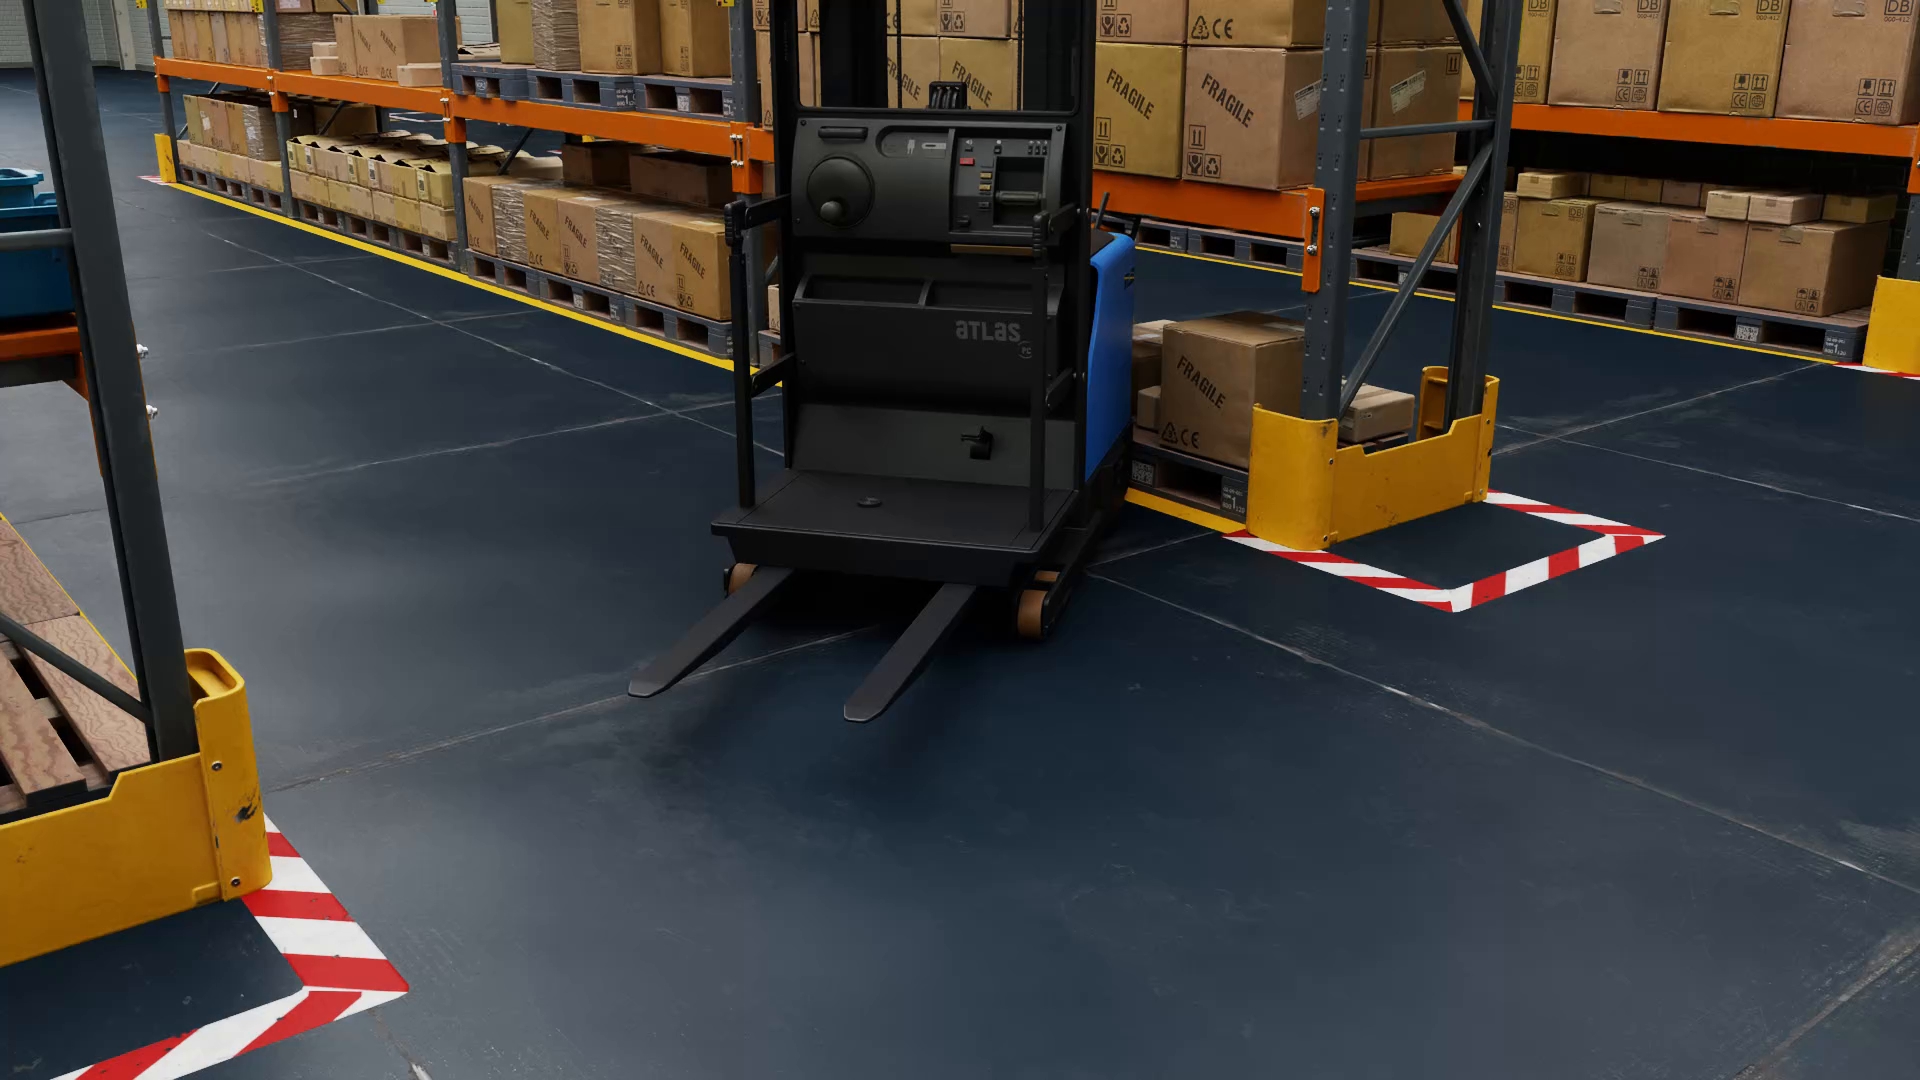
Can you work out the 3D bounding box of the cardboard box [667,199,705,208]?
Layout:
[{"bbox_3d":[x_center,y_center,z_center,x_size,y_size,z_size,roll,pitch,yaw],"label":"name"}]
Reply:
[{"bbox_3d":[-1.542,-1.939,10.723,0.500,0.500,0.500,-14,23,-35],"label":"cardboard box"}]

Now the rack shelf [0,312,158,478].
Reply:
[{"bbox_3d":[-3.432,-0.696,4.837,1.077,0.370,4.000,-14,23,-36],"label":"rack shelf"}]

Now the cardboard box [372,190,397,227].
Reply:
[{"bbox_3d":[-4.423,-2.709,13.477,0.500,0.250,0.500,-13,23,-35],"label":"cardboard box"}]

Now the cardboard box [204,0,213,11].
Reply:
[{"bbox_3d":[-7.211,-5.291,16.378,0.380,0.149,0.250,-14,23,-36],"label":"cardboard box"}]

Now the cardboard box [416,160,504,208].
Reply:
[{"bbox_3d":[-3.790,-2.723,12.628,0.500,0.311,0.500,-13,22,-35],"label":"cardboard box"}]

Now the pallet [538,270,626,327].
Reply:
[{"bbox_3d":[-2.085,-1.666,11.059,1.003,0.211,1.213,-14,23,-36],"label":"pallet"}]

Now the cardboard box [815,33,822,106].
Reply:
[{"bbox_3d":[-0.365,-2.239,8.194,0.500,0.500,0.500,-13,23,-35],"label":"cardboard box"}]

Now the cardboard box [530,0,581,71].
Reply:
[{"bbox_3d":[-2.375,-3.333,10.828,0.700,0.500,0.500,-9,20,-26],"label":"cardboard box"}]

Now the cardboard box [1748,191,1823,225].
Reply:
[{"bbox_3d":[4.840,-1.948,9.750,0.380,0.149,0.250,-14,23,-37],"label":"cardboard box"}]

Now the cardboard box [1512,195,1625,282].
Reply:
[{"bbox_3d":[4.102,-2.021,11.002,0.700,0.500,0.500,-13,23,-35],"label":"cardboard box"}]

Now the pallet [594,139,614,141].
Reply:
[{"bbox_3d":[-3.835,-4.871,20.738,1.003,0.211,1.213,-14,23,-36],"label":"pallet"}]

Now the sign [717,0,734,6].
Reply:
[{"bbox_3d":[-1.221,-2.937,8.617,0.100,0.325,0.005,-14,23,-36],"label":"sign"}]

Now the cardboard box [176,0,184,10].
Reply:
[{"bbox_3d":[-7.845,-5.543,17.141,0.380,0.149,0.250,-14,23,-36],"label":"cardboard box"}]

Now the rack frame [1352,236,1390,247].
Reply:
[{"bbox_3d":[3.092,-3.464,12.051,1.000,3.000,0.127,-14,23,-36],"label":"rack frame"}]

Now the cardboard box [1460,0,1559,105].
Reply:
[{"bbox_3d":[3.865,-3.288,11.044,0.980,0.700,0.700,-15,23,-37],"label":"cardboard box"}]

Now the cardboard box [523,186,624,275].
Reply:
[{"bbox_3d":[-2.577,-2.084,11.160,0.500,0.500,0.500,-14,23,-37],"label":"cardboard box"}]

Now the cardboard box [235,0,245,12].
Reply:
[{"bbox_3d":[-6.573,-5.038,15.614,0.380,0.149,0.250,-14,23,-36],"label":"cardboard box"}]

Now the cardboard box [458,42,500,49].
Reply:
[{"bbox_3d":[-3.676,-3.698,12.899,0.500,0.311,0.500,-14,23,-37],"label":"cardboard box"}]

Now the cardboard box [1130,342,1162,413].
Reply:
[{"bbox_3d":[0.598,-0.740,7.499,0.500,0.250,0.500,-14,23,-36],"label":"cardboard box"}]

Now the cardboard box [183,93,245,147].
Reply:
[{"bbox_3d":[-7.769,-4.405,17.406,0.500,0.500,0.500,-14,23,-36],"label":"cardboard box"}]

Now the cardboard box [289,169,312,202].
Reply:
[{"bbox_3d":[-5.700,-3.214,15.002,0.500,0.250,0.500,-15,23,-37],"label":"cardboard box"}]

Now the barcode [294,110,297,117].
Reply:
[{"bbox_3d":[-5.924,-3.801,14.820,0.001,0.075,0.075,-14,23,-36],"label":"barcode"}]

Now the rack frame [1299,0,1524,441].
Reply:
[{"bbox_3d":[1.695,-1.510,6.152,1.000,3.000,0.127,-14,23,-36],"label":"rack frame"}]

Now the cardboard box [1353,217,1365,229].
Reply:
[{"bbox_3d":[2.587,-2.777,12.730,0.750,0.750,0.750,-14,23,-35],"label":"cardboard box"}]

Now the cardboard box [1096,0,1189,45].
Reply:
[{"bbox_3d":[0.889,-2.213,6.524,0.500,0.500,0.500,-13,22,-35],"label":"cardboard box"}]

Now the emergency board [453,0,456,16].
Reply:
[{"bbox_3d":[-8.476,-8.512,27.297,0.194,1.169,0.643,-14,23,-36],"label":"emergency board"}]

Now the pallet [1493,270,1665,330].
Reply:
[{"bbox_3d":[4.265,-1.637,10.969,1.003,0.211,1.213,-14,23,-36],"label":"pallet"}]

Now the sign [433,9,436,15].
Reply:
[{"bbox_3d":[-8.738,-8.685,27.763,0.001,0.329,0.234,-14,23,-36],"label":"sign"}]

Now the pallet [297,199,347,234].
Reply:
[{"bbox_3d":[-5.268,-2.970,14.995,1.003,0.211,1.213,-14,23,-36],"label":"pallet"}]

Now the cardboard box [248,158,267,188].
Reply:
[{"bbox_3d":[-6.518,-3.558,16.042,0.500,0.250,0.500,-14,23,-36],"label":"cardboard box"}]

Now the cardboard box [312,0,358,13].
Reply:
[{"bbox_3d":[-5.771,-4.927,15.279,0.380,0.149,0.250,-14,23,-36],"label":"cardboard box"}]

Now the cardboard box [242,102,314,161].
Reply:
[{"bbox_3d":[-6.516,-3.915,15.926,0.500,0.500,0.500,-14,23,-36],"label":"cardboard box"}]

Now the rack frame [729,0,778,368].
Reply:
[{"bbox_3d":[-0.789,-2.496,9.129,1.000,3.000,0.127,-14,23,-36],"label":"rack frame"}]

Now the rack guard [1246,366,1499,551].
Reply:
[{"bbox_3d":[1.648,-0.343,6.602,1.175,0.500,0.348,-14,23,-36],"label":"rack guard"}]

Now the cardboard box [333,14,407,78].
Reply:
[{"bbox_3d":[-4.965,-4.193,14.093,0.500,0.500,0.500,-12,22,-32],"label":"cardboard box"}]

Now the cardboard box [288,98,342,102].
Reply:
[{"bbox_3d":[-6.419,-4.139,16.604,0.500,0.500,0.500,-14,23,-36],"label":"cardboard box"}]

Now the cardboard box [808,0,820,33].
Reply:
[{"bbox_3d":[-0.396,-2.720,8.056,0.500,0.500,0.500,-15,23,-38],"label":"cardboard box"}]

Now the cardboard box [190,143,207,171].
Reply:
[{"bbox_3d":[-7.767,-4.049,17.525,0.500,0.250,0.500,-14,23,-36],"label":"cardboard box"}]

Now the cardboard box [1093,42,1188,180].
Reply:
[{"bbox_3d":[0.879,-1.742,6.693,0.500,0.500,0.500,-14,23,-36],"label":"cardboard box"}]

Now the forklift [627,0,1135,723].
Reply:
[{"bbox_3d":[-0.164,-1.202,5.330,1.130,2.935,3.031,5,19,14],"label":"forklift"}]

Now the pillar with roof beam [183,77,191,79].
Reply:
[{"bbox_3d":[-21.522,-14.339,35.350,9.100,9.000,0.400,-14,23,-36],"label":"pillar with roof beam"}]

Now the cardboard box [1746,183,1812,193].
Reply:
[{"bbox_3d":[4.982,-2.085,10.163,0.380,0.149,0.250,-14,23,-36],"label":"cardboard box"}]

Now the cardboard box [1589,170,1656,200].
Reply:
[{"bbox_3d":[4.352,-2.335,10.918,0.380,0.149,0.250,-14,23,-37],"label":"cardboard box"}]

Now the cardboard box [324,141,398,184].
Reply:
[{"bbox_3d":[-5.065,-3.226,14.146,0.500,0.311,0.500,-15,23,-38],"label":"cardboard box"}]

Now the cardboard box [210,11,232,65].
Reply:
[{"bbox_3d":[-6.996,-5.002,16.538,0.700,0.500,0.500,-13,22,-35],"label":"cardboard box"}]

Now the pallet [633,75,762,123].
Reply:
[{"bbox_3d":[-1.199,-2.623,9.818,1.003,0.211,1.213,-14,23,-36],"label":"pallet"}]

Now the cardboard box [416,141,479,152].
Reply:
[{"bbox_3d":[-4.334,-3.209,14.095,0.500,0.311,0.500,-14,23,-37],"label":"cardboard box"}]

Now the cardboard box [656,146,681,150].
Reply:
[{"bbox_3d":[-3.229,-4.924,19.738,0.700,0.500,0.500,-16,24,-39],"label":"cardboard box"}]

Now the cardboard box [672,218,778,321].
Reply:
[{"bbox_3d":[-1.320,-1.584,9.651,0.500,0.500,0.500,-14,23,-36],"label":"cardboard box"}]

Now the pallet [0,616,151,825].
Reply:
[{"bbox_3d":[-2.672,0.568,4.310,1.003,0.211,1.213,-14,23,-36],"label":"pallet"}]

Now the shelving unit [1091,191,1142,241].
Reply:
[{"bbox_3d":[0.370,-0.940,7.155,0.258,1.200,0.503,3,19,-42],"label":"shelving unit"}]

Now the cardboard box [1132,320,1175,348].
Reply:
[{"bbox_3d":[0.959,-0.850,7.831,0.500,0.250,0.500,-14,23,-36],"label":"cardboard box"}]

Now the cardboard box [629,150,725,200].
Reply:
[{"bbox_3d":[-1.831,-2.411,10.955,0.500,0.250,0.500,-15,23,-37],"label":"cardboard box"}]
